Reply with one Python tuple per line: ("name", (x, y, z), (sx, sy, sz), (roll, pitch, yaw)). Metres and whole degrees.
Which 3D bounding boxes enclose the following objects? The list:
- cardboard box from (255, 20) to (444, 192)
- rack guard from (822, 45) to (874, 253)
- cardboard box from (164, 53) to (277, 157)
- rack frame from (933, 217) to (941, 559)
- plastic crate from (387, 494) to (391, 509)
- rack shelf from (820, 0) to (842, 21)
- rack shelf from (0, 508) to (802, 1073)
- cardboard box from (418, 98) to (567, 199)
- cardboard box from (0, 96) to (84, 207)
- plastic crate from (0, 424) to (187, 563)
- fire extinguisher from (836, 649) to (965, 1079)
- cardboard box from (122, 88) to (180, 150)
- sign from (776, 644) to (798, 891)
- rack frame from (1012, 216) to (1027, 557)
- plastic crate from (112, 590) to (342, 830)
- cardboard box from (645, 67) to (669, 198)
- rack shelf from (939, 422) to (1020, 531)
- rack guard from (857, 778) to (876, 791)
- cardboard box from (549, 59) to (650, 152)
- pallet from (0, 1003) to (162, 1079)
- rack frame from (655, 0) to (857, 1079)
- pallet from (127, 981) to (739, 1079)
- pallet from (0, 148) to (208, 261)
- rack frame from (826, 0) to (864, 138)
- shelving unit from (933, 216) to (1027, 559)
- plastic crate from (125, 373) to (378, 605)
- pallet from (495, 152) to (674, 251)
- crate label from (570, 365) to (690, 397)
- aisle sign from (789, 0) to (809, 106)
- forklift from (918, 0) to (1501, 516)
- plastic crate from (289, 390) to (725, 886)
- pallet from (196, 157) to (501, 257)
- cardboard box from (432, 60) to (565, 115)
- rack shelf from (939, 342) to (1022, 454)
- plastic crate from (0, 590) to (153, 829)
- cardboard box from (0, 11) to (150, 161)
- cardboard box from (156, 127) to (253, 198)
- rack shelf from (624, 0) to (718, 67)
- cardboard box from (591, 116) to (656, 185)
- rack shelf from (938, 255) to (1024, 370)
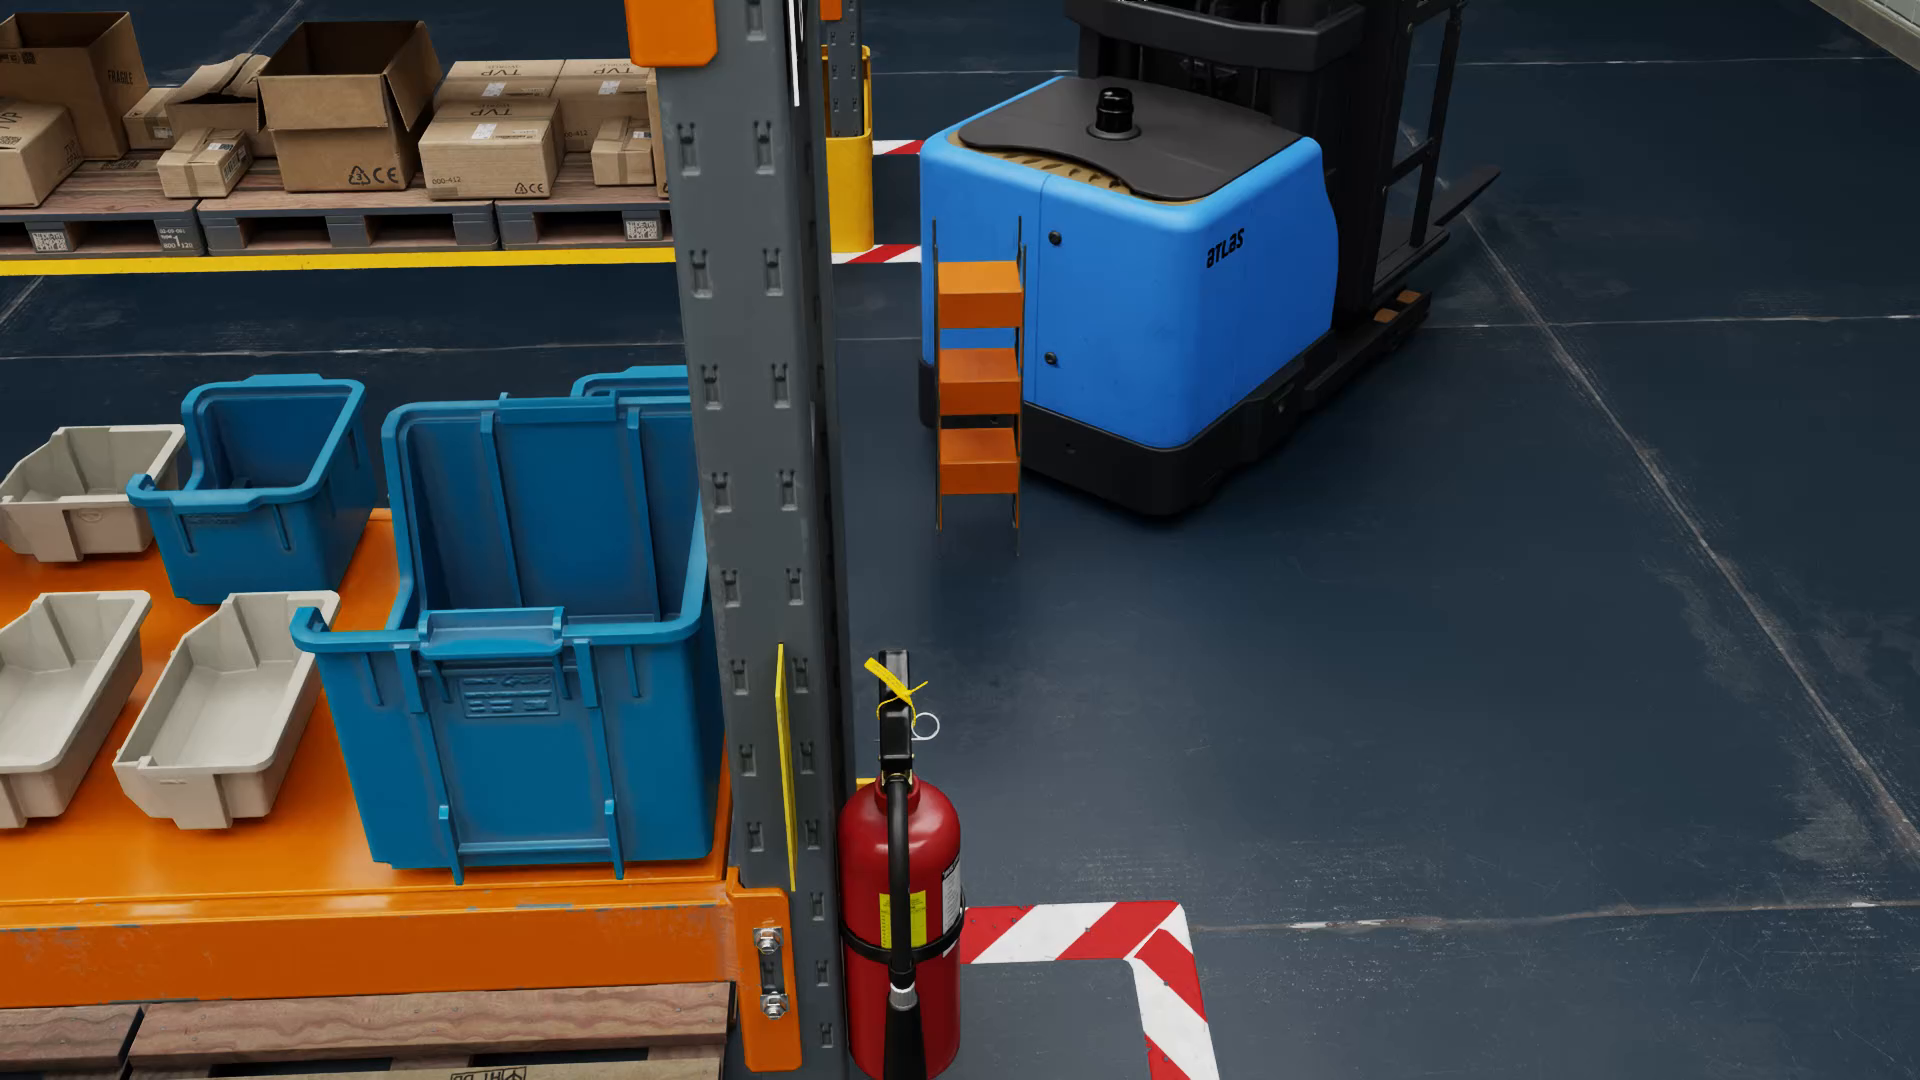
("cardboard box", (-2.606, -1.875, 7.131), (0.637, 0.503, 0.797), (-2, 35, -2))
("rack guard", (-0.563, -1.745, 7.333), (0.348, 0.500, 1.175), (-2, 35, -2))
("cardboard box", (-3.177, -1.940, 7.393), (0.500, 0.311, 0.500), (-2, 35, -2))
("rack frame", (-0.068, -0.430, 4.949), (0.008, 1.050, 0.200), (-2, 35, -2))
("plastic crate", (-0.842, -0.095, 2.930), (0.298, 0.136, 0.250), (-2, 35, -2))
("rack shelf", (-2.484, -2.426, 6.751), (4.000, 0.370, 1.077), (-2, 35, -2))
("rack shelf", (-2.254, 0.390, 2.683), (4.000, 0.370, 1.077), (-2, 35, -2))
("cardboard box", (-1.968, -1.662, 7.046), (0.500, 0.250, 0.500), (-2, 35, -2))
("cardboard box", (-4.053, -1.631, 6.947), (0.500, 0.311, 0.500), (-2, 35, -2))
("plastic crate", (-1.520, -0.076, 2.904), (0.298, 0.136, 0.250), (-2, 35, -2))
("fire extinguisher", (-0.084, 0.480, 2.316), (0.183, 0.674, 0.296), (-2, 35, -2))
("cardboard box", (-3.555, -1.897, 7.474), (0.250, 0.149, 0.380), (-2, 35, -2))
("sign", (-0.214, 0.286, 2.058), (0.005, 0.325, 0.100), (-2, 35, -2))
("rack frame", (0.175, -0.436, 4.958), (0.008, 1.050, 0.200), (-2, 35, -2))
("plastic crate", (-1.062, 0.249, 2.433), (0.243, 0.136, 0.396), (-2, 35, -2))
("cardboard box", (-1.018, -1.774, 6.987), (0.500, 0.500, 0.500), (-2, 35, -2))
("rack shelf", (0.053, -0.196, 5.117), (0.240, 0.259, 0.215), (-2, 35, -2))
("rack guard", (-0.232, 1.060, 3.279), (0.348, 0.500, 1.175), (-2, 35, -2))
("cardboard box", (-1.543, -1.959, 7.474), (0.500, 0.250, 0.500), (-2, 35, -2))
("pallet", (-2.297, 1.218, 3.304), (1.213, 0.211, 1.003), (-2, 35, -2))
("rack frame", (-0.256, 0.040, 2.556), (0.127, 3.000, 1.000), (-2, 35, -2))
("pallet", (-1.081, 1.187, 3.349), (1.213, 0.211, 1.003), (-2, 35, -2))
("pallet", (-3.796, -1.539, 7.288), (1.213, 0.211, 1.003), (-2, 35, -2))
("rack frame", (-0.487, -2.775, 6.624), (0.127, 3.000, 1.000), (-2, 35, -2))
("shelving unit", (0.053, -0.433, 4.953), (0.252, 1.050, 0.215), (-2, 35, -2))
("plastic crate", (-1.176, -0.078, 2.821), (0.300, 0.233, 0.416), (-2, 35, -2))
("pallet", (-1.359, -1.604, 7.383), (1.213, 0.211, 1.003), (-2, 35, -2))
("crate label", (-0.518, -0.096, 2.847), (0.303, 0.233, 0.416), (-2, 35, -2))
("aisle sign", (-0.170, -0.864, 1.578), (0.004, 0.787, 0.394), (-2, 35, -2))
("forklift", (1.153, -2.063, 5.655), (1.130, 2.935, 3.031), (24, 41, 30))
("plastic crate", (-0.581, 0.116, 2.362), (0.499, 0.435, 0.616), (-2, 35, -2))
("pallet", (-2.575, -1.573, 7.338), (1.213, 0.211, 1.003), (-2, 35, -2))
("cardboard box", (-2.042, -1.945, 7.455), (0.500, 0.250, 0.500), (-2, 35, -2))
("rack shelf", (0.053, -0.424, 4.959), (0.240, 0.259, 0.215), (-2, 35, -2))
("plastic crate", (-1.352, 0.249, 2.434), (0.243, 0.136, 0.396), (-2, 35, -2))
("cardboard box", (-3.926, -1.997, 7.310), (0.500, 0.500, 0.500), (-2, 35, -2))
("cardboard box", (-3.189, -1.601, 7.030), (0.250, 0.166, 0.380), (-2, 35, -2))
("rack shelf", (-2.254, -0.843, 1.829), (4.000, 0.370, 1.077), (-2, 35, -2))
("cardboard box", (-1.427, -1.677, 7.140), (0.250, 0.166, 0.380), (-2, 35, -2))
("rack shelf", (0.053, -0.658, 4.798), (0.240, 0.259, 0.215), (-2, 35, -2))
